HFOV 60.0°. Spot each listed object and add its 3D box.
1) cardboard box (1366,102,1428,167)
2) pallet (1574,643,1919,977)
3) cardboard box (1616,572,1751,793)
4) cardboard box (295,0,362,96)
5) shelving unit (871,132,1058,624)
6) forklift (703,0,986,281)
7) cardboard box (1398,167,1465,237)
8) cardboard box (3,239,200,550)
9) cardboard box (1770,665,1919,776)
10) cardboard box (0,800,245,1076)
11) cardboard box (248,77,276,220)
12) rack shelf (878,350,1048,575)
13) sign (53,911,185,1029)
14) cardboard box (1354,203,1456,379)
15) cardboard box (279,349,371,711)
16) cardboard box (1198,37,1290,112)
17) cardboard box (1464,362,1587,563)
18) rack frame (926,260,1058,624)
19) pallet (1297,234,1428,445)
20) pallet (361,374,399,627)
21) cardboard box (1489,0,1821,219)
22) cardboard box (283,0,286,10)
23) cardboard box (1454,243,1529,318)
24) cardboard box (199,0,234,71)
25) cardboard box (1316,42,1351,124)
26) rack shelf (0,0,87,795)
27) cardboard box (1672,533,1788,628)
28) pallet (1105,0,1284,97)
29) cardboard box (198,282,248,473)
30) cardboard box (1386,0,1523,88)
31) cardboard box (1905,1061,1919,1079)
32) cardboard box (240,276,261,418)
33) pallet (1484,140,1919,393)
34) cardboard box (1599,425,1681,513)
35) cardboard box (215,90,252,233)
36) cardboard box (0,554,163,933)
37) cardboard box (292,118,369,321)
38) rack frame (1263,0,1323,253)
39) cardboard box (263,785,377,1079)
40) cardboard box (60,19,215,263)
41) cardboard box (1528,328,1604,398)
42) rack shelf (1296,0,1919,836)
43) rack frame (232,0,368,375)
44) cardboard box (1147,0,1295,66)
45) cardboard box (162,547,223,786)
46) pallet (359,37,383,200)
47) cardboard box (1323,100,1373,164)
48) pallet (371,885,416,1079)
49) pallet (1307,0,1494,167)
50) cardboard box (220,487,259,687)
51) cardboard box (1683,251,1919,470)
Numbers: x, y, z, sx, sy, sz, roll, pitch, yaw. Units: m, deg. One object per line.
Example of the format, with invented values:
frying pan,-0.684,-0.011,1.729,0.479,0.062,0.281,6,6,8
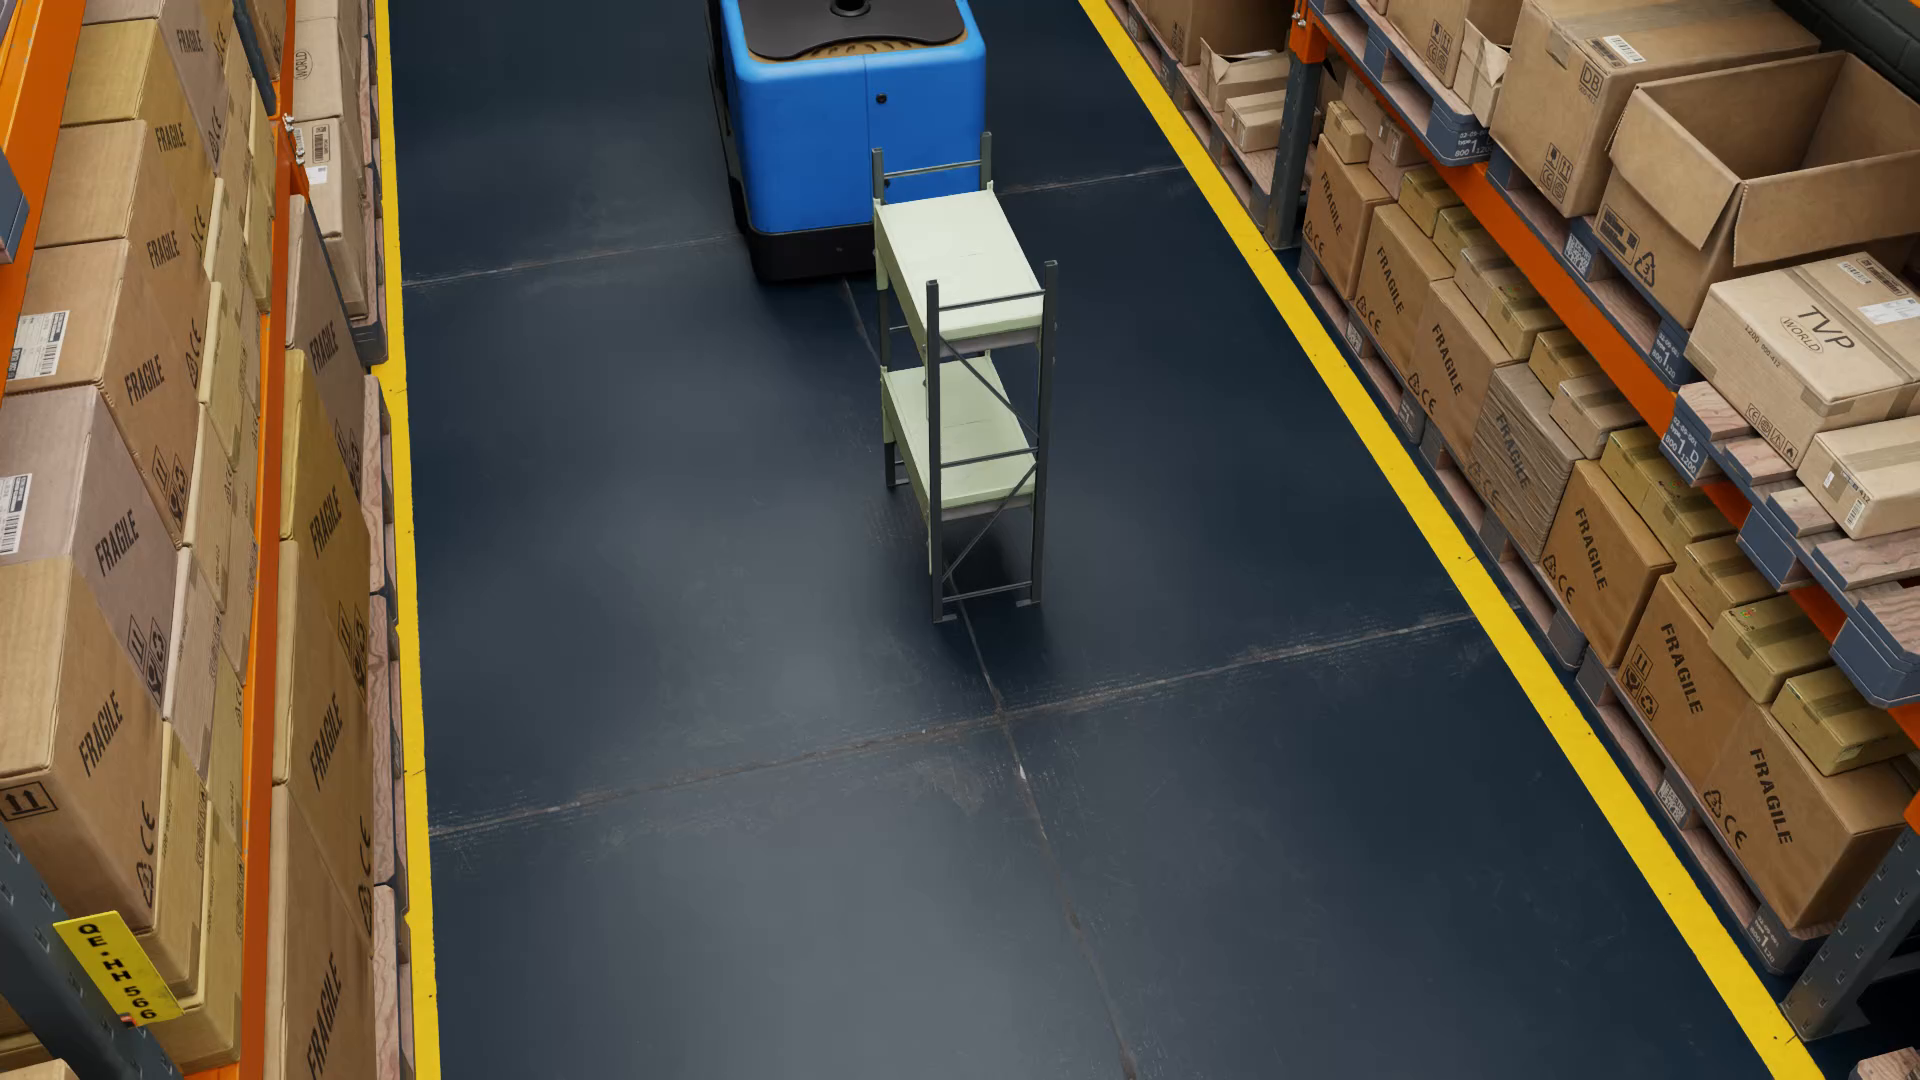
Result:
cardboard box,1.832,-1.621,6.533,0.380,0.149,0.250,-13,47,-12
pallet,2.754,0.730,5.387,1.003,0.211,1.213,-11,47,-10
cardboard box,2.475,0.404,5.210,0.500,0.500,0.500,-11,47,-11
cardboard box,-3.429,-2.519,8.119,0.875,0.438,0.875,-10,46,-9
shelving unit,0.002,-0.520,5.710,0.431,1.500,0.755,-11,47,-10
forklift,-0.672,-3.228,7.361,1.130,2.935,3.031,-8,46,-8
cardboard box,1.942,-1.336,6.461,0.380,0.149,0.250,-13,47,-12
cardboard box,-2.032,-0.284,3.658,0.500,0.500,0.500,-9,46,-9
cardboard box,2.537,0.483,4.679,0.380,0.149,0.250,-13,47,-12
cardboard box,-1.771,0.855,3.417,0.500,0.250,0.500,-11,47,-11
cardboard box,-2.554,-1.259,5.489,0.500,0.250,0.500,-12,47,-11
rack shelf,0.002,-0.292,5.943,0.431,0.370,0.720,-11,47,-10
sign,-1.366,0.703,2.705,0.100,0.325,0.005,-11,47,-10
cardboard box,1.937,-1.016,6.602,0.500,0.500,0.500,-11,47,-11
cardboard box,-2.438,0.057,5.287,0.875,0.875,0.875,-9,46,-9
cardboard box,1.367,-2.253,7.978,0.396,0.266,0.258,-9,46,-9
cardboard box,2.187,-0.312,5.911,0.500,0.500,0.500,-12,47,-12
rack frame,0.095,-0.268,5.462,0.400,1.500,0.023,-11,47,-10
pallet,2.129,-0.954,7.038,1.003,0.211,1.213,-11,47,-10
pallet,-2.642,-0.080,6.181,1.003,0.211,1.213,-11,47,-10
cardboard box,2.126,-1.393,5.151,0.700,0.500,0.500,-11,47,-11
cardboard box,-2.905,-2.330,6.363,0.500,0.500,0.500,-10,47,-10
cardboard box,2.053,-0.970,6.102,0.380,0.149,0.250,-11,47,-10
cardboard box,-2.556,-1.697,5.043,0.500,0.500,0.500,-9,46,-9
cardboard box,1.944,-2.190,7.885,0.500,0.311,0.500,-9,46,-9
rack shelf,-2.401,-0.992,3.526,1.077,0.370,4.000,-11,47,-10
cardboard box,2.413,0.110,5.044,0.380,0.149,0.250,-12,47,-12
pallet,1.394,-2.827,8.873,1.003,0.211,1.213,-11,47,-10
cardboard box,-2.144,-0.387,4.284,0.500,0.250,0.500,-10,46,-10
cardboard box,1.925,-1.935,5.682,0.700,0.500,0.500,-10,46,-10
cardboard box,3.055,1.394,4.153,0.875,0.625,0.625,-9,46,-9
cardboard box,-2.314,-0.555,4.799,0.500,0.250,0.500,-12,47,-11
pallet,2.406,-0.998,5.262,1.003,0.211,1.213,-11,47,-10
cardboard box,2.325,-0.253,5.399,0.380,0.149,0.250,-11,47,-11
cardboard box,-2.430,-1.094,4.977,0.500,0.250,0.500,-10,46,-9
cardboard box,-1.779,0.416,2.972,0.500,0.500,0.500,-12,47,-12
cardboard box,-2.970,-1.278,6.902,0.875,0.438,0.875,-11,47,-11
rack frame,1.885,-2.485,6.585,1.000,3.000,0.127,-11,47,-10
cardboard box,-1.985,1.291,4.078,0.875,0.875,0.875,-11,47,-11
cardboard box,-2.305,-0.988,4.348,0.500,0.500,0.500,-9,46,-9
cardboard box,2.211,-0.617,5.756,0.380,0.149,0.250,-11,47,-10
rack shelf,2.397,-0.853,5.489,1.077,0.370,4.000,-11,47,-10
rack frame,-2.913,-1.575,5.693,1.000,3.000,0.127,-11,47,-10
cardboard box,1.373,-2.765,8.316,0.700,0.500,0.500,-12,47,-12
cardboard box,-1.911,0.312,3.599,0.500,0.250,0.500,-10,46,-9
pallet,-3.348,-1.982,8.045,1.003,0.211,1.213,-11,47,-10
cardboard box,1.719,-1.688,6.806,0.380,0.149,0.250,-9,46,-8
pallet,-2.018,1.605,4.530,1.003,0.211,1.213,-11,47,-10
pallet,1.984,-1.846,6.094,1.003,0.211,1.213,-11,47,-10
cardboard box,-2.048,0.141,4.117,0.500,0.250,0.500,-9,46,-9
cardboard box,2.326,-0.487,4.438,0.500,0.250,0.500,-13,47,-12
